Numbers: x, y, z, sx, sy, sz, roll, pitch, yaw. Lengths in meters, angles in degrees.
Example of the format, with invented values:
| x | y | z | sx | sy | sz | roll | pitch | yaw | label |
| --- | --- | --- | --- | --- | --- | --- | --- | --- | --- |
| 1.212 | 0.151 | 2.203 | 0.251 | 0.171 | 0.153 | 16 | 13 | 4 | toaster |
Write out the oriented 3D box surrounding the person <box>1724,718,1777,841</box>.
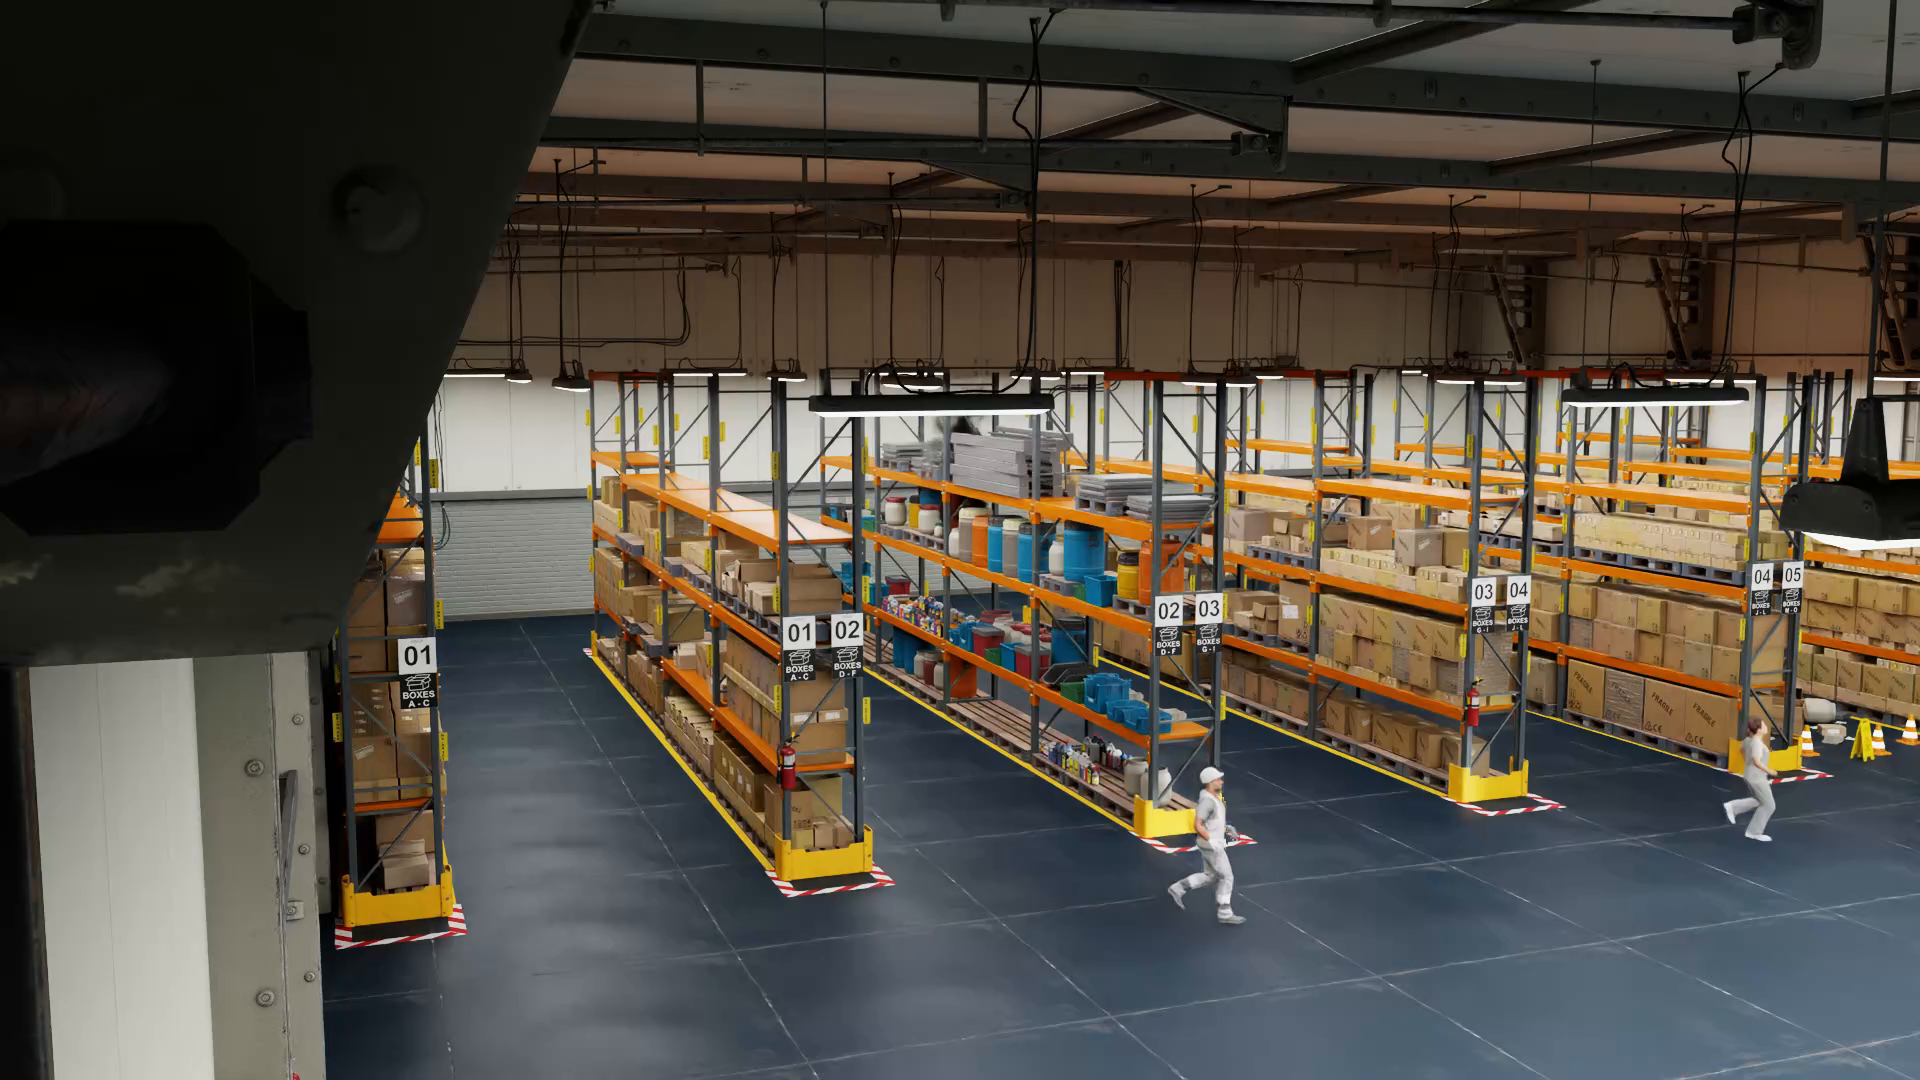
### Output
| x | y | z | sx | sy | sz | roll | pitch | yaw | label |
| --- | --- | --- | --- | --- | --- | --- | --- | --- | --- |
| 10.327 | 3.116 | 21.714 | 0.575 | 1.632 | 0.597 | 1 | 6 | 7 | person |

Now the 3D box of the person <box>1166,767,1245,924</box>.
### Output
| x | y | z | sx | sy | sz | roll | pitch | yaw | label |
| --- | --- | --- | --- | --- | --- | --- | --- | --- | --- |
| 2.765 | 3.390 | 18.487 | 0.840 | 1.763 | 0.687 | 1 | 6 | 7 | person |

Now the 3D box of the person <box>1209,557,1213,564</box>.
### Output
| x | y | z | sx | sy | sz | roll | pitch | yaw | label |
| --- | --- | --- | --- | --- | --- | --- | --- | --- | --- |
| 6.358 | 0.879 | 41.384 | 0.532 | 1.700 | 0.701 | -3 | 7 | -28 | person |

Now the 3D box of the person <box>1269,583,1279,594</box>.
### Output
| x | y | z | sx | sy | sz | roll | pitch | yaw | label |
| --- | --- | --- | --- | --- | --- | --- | --- | --- | --- |
| 7.836 | 0.944 | 41.000 | 0.657 | 1.648 | 0.678 | 4 | 8 | 33 | person |
